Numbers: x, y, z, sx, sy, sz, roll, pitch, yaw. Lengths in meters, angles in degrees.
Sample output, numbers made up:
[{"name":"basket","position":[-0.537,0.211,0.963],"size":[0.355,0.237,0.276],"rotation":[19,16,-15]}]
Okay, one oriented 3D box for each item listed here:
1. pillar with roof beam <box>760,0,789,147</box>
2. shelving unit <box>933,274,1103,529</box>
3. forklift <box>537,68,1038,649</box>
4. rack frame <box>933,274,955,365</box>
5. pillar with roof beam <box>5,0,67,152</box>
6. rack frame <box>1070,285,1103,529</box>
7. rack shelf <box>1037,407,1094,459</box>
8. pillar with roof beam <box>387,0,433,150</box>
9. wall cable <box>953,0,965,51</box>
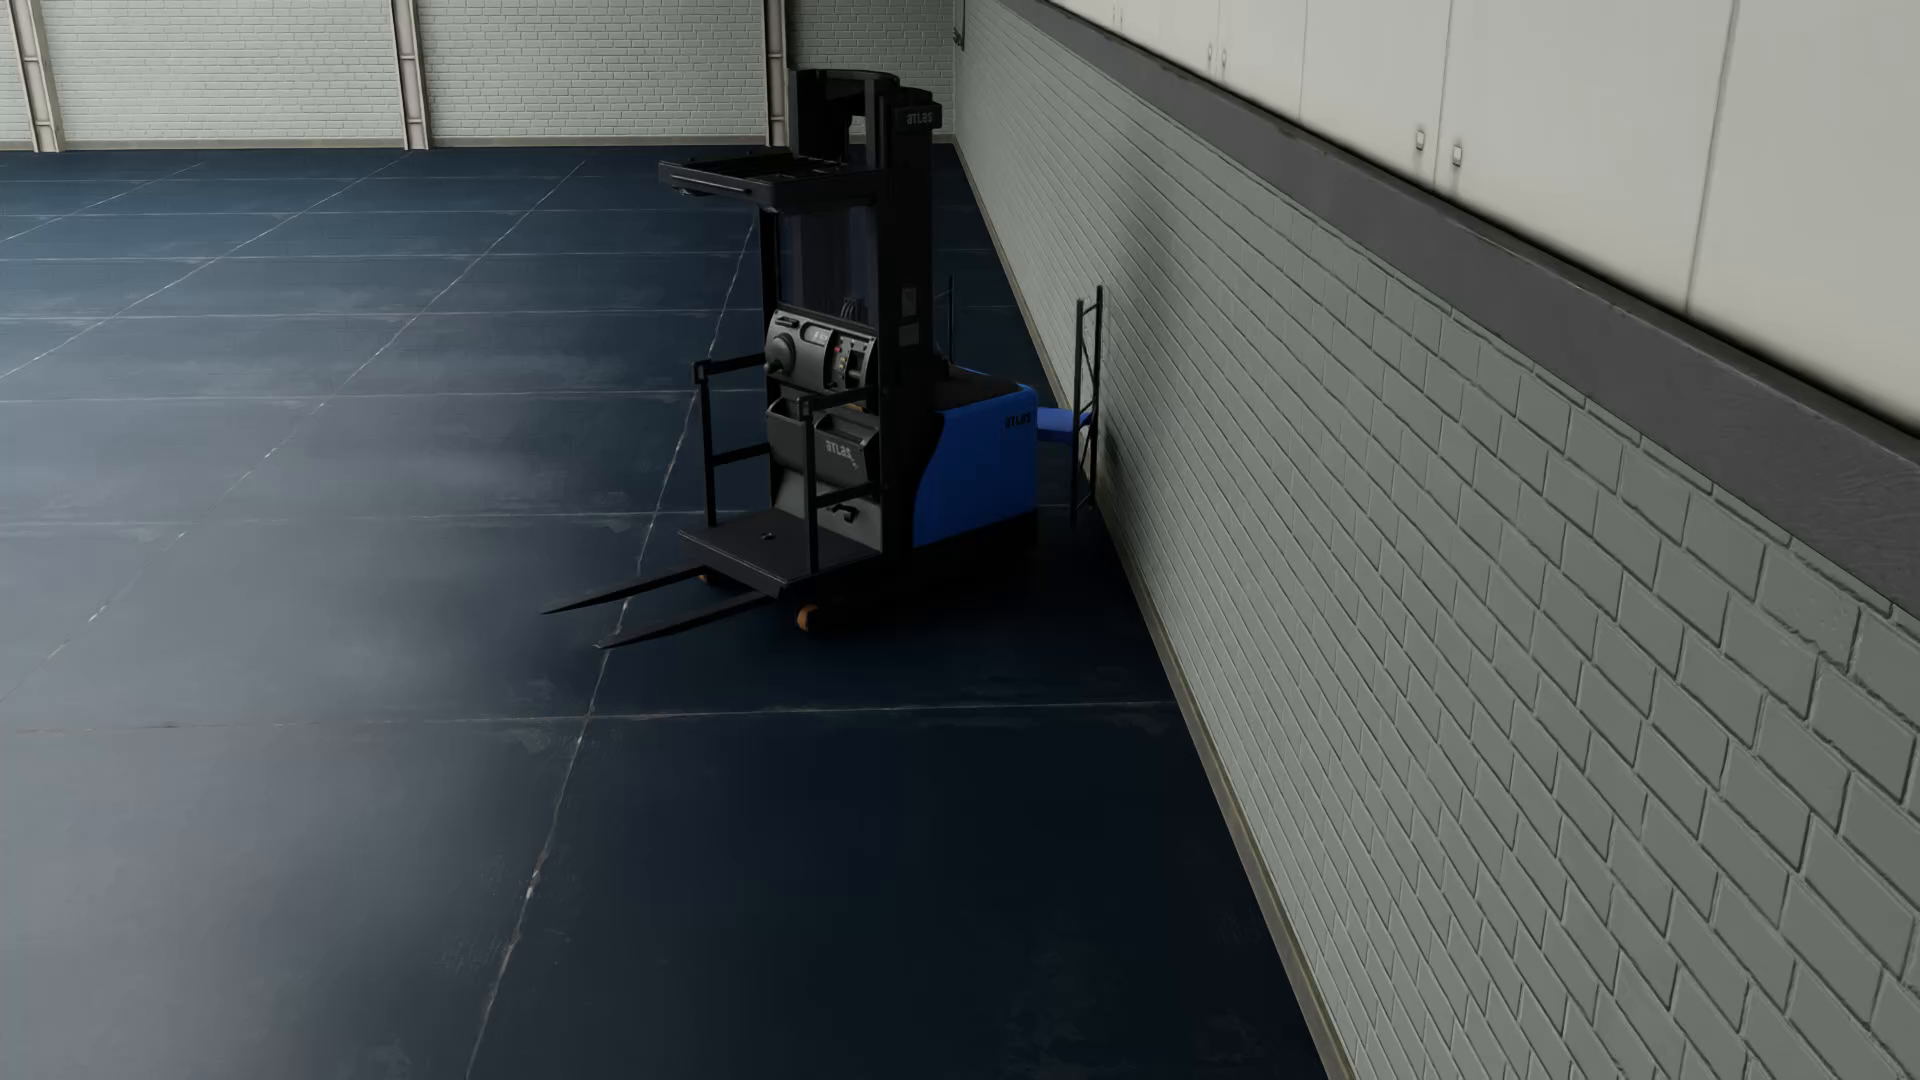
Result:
[{"name":"pillar with roof beam","position":[-2.832,-9.366,22.573],"size":[0.400,9.000,9.100],"rotation":[-1,21,-3]},{"name":"shelving unit","position":[0.340,-0.920,10.915],"size":[1.048,1.500,0.538],"rotation":[8,21,19]},{"name":"forklift","position":[-0.946,-1.055,9.273],"size":[3.031,2.935,1.130],"rotation":[-18,27,-39]},{"name":"rack frame","position":[-0.137,-0.984,11.078],"size":[0.032,1.500,0.500],"rotation":[8,21,19]},{"name":"pillar with roof beam","position":[-14.813,-9.122,21.933],"size":[0.400,9.000,9.100],"rotation":[-1,21,-3]},{"name":"rack frame","position":[0.817,-0.857,10.753],"size":[0.032,1.500,0.500],"rotation":[8,21,19]},{"name":"rack shelf","position":[0.339,-0.752,10.978],"size":[1.000,0.185,0.538],"rotation":[8,21,19]},{"name":"pillar with roof beam","position":[-8.823,-9.244,22.253],"size":[0.400,9.000,9.100],"rotation":[-1,21,-3]},{"name":"wall cable","position":[-0.062,-9.034,26.066],"size":[0.112,2.526,3.097],"rotation":[-1,21,-3]}]
